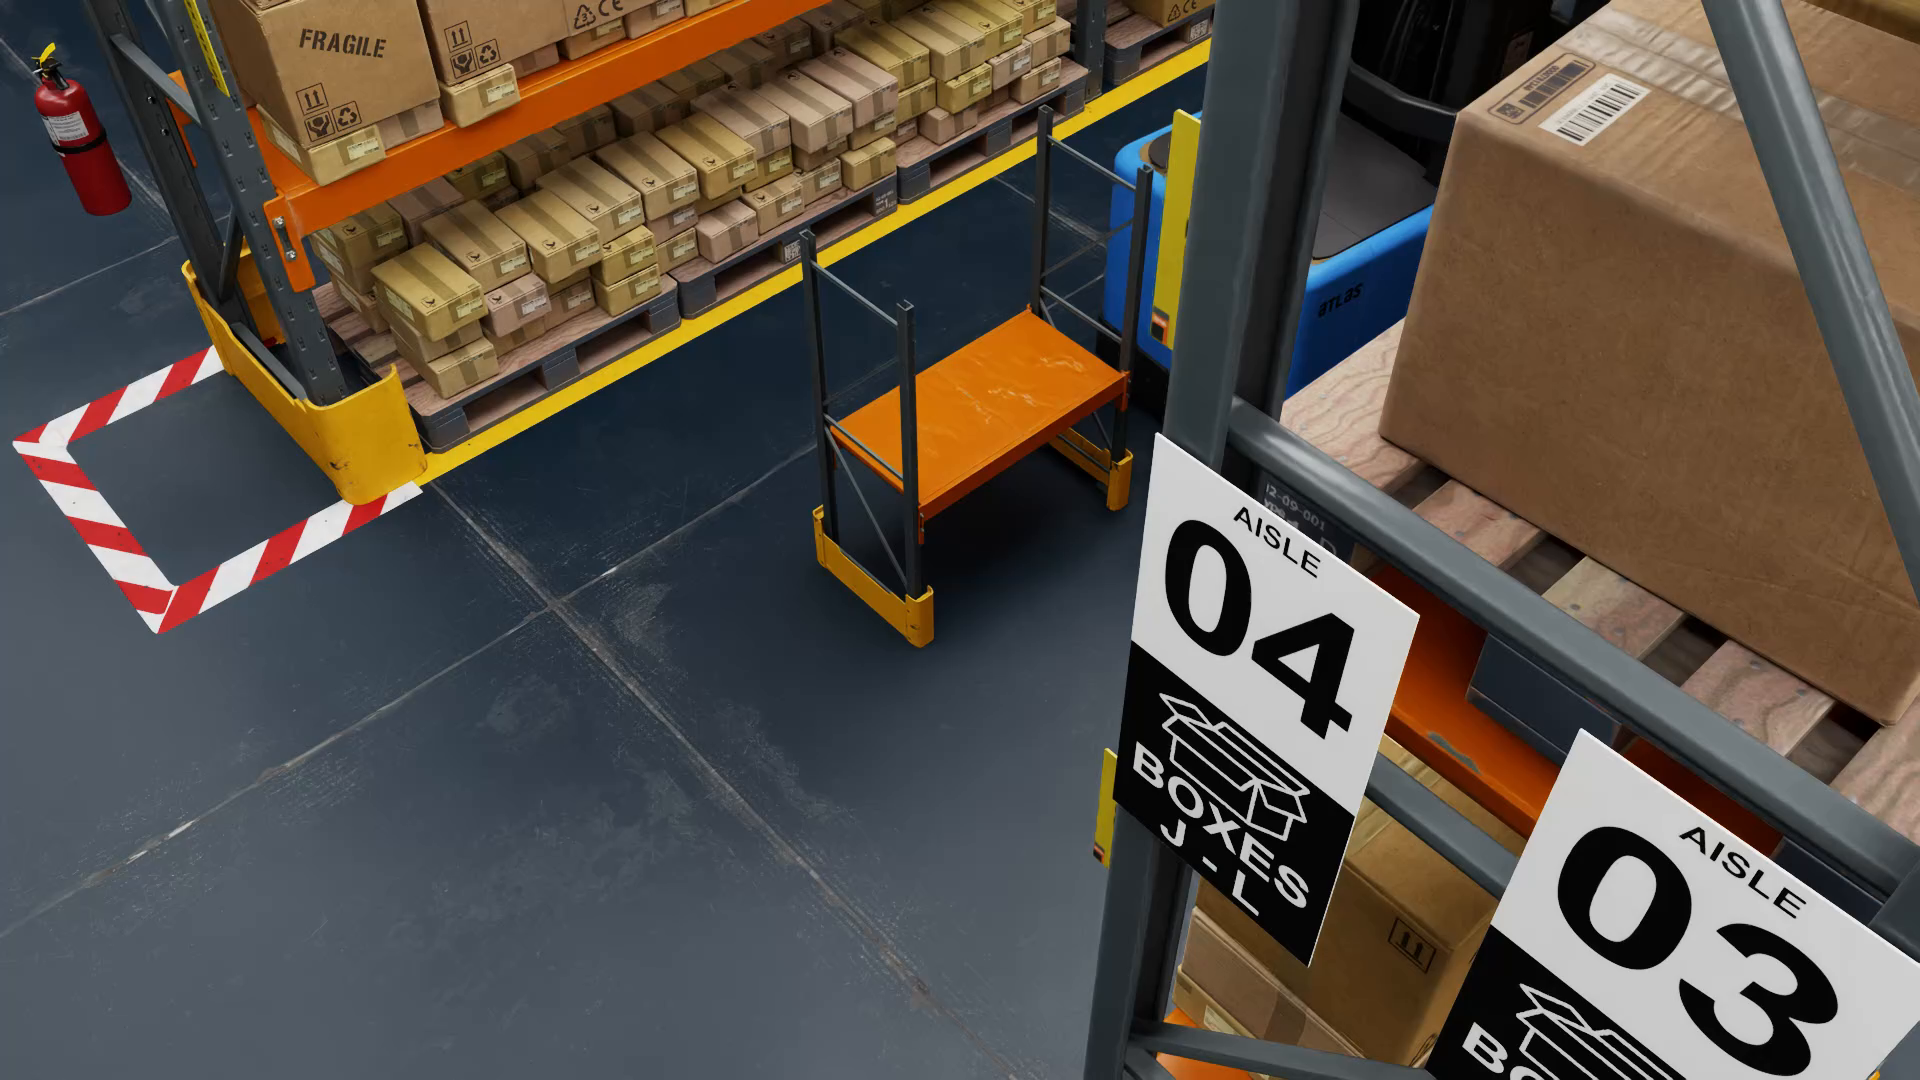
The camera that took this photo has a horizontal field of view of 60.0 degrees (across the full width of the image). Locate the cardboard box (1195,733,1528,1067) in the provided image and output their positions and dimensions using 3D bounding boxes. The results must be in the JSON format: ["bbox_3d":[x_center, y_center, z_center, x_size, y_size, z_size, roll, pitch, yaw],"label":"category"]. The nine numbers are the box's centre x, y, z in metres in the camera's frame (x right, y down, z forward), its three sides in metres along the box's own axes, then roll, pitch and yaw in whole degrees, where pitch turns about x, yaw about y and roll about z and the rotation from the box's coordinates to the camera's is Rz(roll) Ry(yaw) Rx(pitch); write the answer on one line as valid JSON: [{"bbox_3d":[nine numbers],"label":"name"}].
[{"bbox_3d":[0.811,0.565,3.077,0.500,0.500,0.500,-33,55,-27],"label":"cardboard box"}]

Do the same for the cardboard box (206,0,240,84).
[{"bbox_3d":[-2.476,-1.991,5.776,0.500,0.500,0.500,-33,55,-26],"label":"cardboard box"}]

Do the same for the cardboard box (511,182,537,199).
[{"bbox_3d":[-1.785,-1.522,7.065,0.250,0.149,0.380,-34,56,-28],"label":"cardboard box"}]

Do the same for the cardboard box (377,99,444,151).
[{"bbox_3d":[-2.014,-1.539,5.800,0.250,0.149,0.380,-32,55,-26],"label":"cardboard box"}]

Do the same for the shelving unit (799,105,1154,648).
[{"bbox_3d":[0.056,-0.546,5.734,1.083,1.500,0.587,-34,56,-27],"label":"shelving unit"}]

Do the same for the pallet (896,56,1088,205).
[{"bbox_3d":[-0.149,-2.175,8.113,1.213,0.211,1.003,-34,56,-27],"label":"pallet"}]

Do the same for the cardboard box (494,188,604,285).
[{"bbox_3d":[-1.623,-1.202,6.568,0.250,0.149,0.380,-34,56,-27],"label":"cardboard box"}]

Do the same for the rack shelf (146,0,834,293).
[{"bbox_3d":[-1.155,-2.239,6.764,4.000,0.370,1.077,-34,56,-27],"label":"rack shelf"}]

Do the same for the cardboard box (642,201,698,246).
[{"bbox_3d":[-1.317,-1.415,6.966,0.380,0.149,0.250,36,57,29],"label":"cardboard box"}]

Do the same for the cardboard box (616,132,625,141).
[{"bbox_3d":[-1.477,-1.824,7.344,0.250,0.149,0.380,-31,55,-25],"label":"cardboard box"}]

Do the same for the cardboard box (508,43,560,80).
[{"bbox_3d":[-1.680,-1.846,6.083,0.250,0.149,0.380,-31,55,-26],"label":"cardboard box"}]

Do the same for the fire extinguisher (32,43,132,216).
[{"bbox_3d":[-3.132,-1.468,5.870,0.183,0.674,0.296,-34,56,-27],"label":"fire extinguisher"}]

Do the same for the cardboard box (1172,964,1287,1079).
[{"bbox_3d":[0.669,0.983,3.473,0.250,0.149,0.380,-33,55,-27],"label":"cardboard box"}]

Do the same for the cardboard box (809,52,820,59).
[{"bbox_3d":[-0.644,-2.297,7.780,0.380,0.149,0.250,36,57,29],"label":"cardboard box"}]

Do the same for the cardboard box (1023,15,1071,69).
[{"bbox_3d":[0.305,-2.420,7.893,0.250,0.149,0.380,-33,55,-26],"label":"cardboard box"}]

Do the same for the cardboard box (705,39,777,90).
[{"bbox_3d":[-1.034,-2.133,7.427,0.250,0.149,0.380,-36,57,-28],"label":"cardboard box"}]

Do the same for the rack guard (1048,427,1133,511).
[{"bbox_3d":[0.425,-0.369,6.420,0.087,0.250,0.587,-34,56,-27],"label":"rack guard"}]

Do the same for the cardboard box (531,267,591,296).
[{"bbox_3d":[-1.712,-1.164,6.735,0.250,0.149,0.380,-33,55,-27],"label":"cardboard box"}]

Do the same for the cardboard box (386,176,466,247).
[{"bbox_3d":[-2.189,-1.364,6.717,0.250,0.149,0.380,-33,55,-26],"label":"cardboard box"}]

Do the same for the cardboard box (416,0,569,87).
[{"bbox_3d":[-1.738,-1.979,5.765,0.500,0.500,0.500,-34,56,-27],"label":"cardboard box"}]

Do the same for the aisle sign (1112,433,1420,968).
[{"bbox_3d":[0.372,0.244,2.215,0.004,0.787,0.394,-34,56,-27],"label":"aisle sign"}]

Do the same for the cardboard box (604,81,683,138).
[{"bbox_3d":[-1.418,-1.888,7.200,0.250,0.149,0.380,-36,57,-28],"label":"cardboard box"}]

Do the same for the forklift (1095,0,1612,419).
[{"bbox_3d":[2.039,-2.071,6.167,3.031,2.935,1.130,-29,54,-24],"label":"forklift"}]

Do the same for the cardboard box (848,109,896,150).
[{"bbox_3d":[-0.500,-1.930,7.441,0.250,0.149,0.380,-32,55,-26],"label":"cardboard box"}]

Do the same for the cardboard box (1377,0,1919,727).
[{"bbox_3d":[0.976,-0.261,1.987,0.700,0.500,0.500,36,57,28],"label":"cardboard box"}]

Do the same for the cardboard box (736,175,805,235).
[{"bbox_3d":[-0.896,-1.527,7.272,0.250,0.149,0.380,-34,56,-27],"label":"cardboard box"}]

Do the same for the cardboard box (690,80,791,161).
[{"bbox_3d":[-0.937,-1.784,7.104,0.250,0.149,0.380,-34,56,-27],"label":"cardboard box"}]

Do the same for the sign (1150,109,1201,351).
[{"bbox_3d":[0.272,-0.340,1.933,0.005,0.325,0.100,-34,56,-27],"label":"sign"}]

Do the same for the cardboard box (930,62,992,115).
[{"bbox_3d":[-0.073,-2.137,7.633,0.250,0.149,0.380,-36,57,-28],"label":"cardboard box"}]

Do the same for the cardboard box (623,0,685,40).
[{"bbox_3d":[-1.261,-2.073,6.293,0.250,0.149,0.380,-35,56,-28],"label":"cardboard box"}]

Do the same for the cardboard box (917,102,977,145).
[{"bbox_3d":[-0.137,-2.020,7.726,0.250,0.149,0.380,-36,57,-28],"label":"cardboard box"}]

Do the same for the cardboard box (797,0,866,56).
[{"bbox_3d":[-0.645,-2.394,7.668,0.250,0.149,0.380,-35,56,-28],"label":"cardboard box"}]

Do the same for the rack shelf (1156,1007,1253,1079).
[{"bbox_3d":[2.107,0.508,4.230,4.000,0.370,1.077,-34,56,-27],"label":"rack shelf"}]

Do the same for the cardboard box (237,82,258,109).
[{"bbox_3d":[-2.584,-1.724,5.970,0.250,0.149,0.380,-34,56,-27],"label":"cardboard box"}]

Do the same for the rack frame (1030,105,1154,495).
[{"bbox_3d":[0.439,-0.802,5.970,0.032,1.500,0.500,-34,56,-27],"label":"rack frame"}]

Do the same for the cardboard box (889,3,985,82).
[{"bbox_3d":[-0.105,-2.257,7.541,0.250,0.149,0.380,-34,56,-27],"label":"cardboard box"}]

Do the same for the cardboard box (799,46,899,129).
[{"bbox_3d":[-0.488,-1.987,7.292,0.380,0.149,0.250,36,57,29],"label":"cardboard box"}]

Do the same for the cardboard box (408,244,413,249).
[{"bbox_3d":[-2.207,-1.287,6.848,0.250,0.149,0.380,-35,56,-28],"label":"cardboard box"}]

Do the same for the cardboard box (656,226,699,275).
[{"bbox_3d":[-1.327,-1.300,7.062,0.250,0.149,0.380,-34,56,-27],"label":"cardboard box"}]

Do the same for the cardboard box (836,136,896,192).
[{"bbox_3d":[-0.502,-1.756,7.484,0.250,0.149,0.380,-34,56,-27],"label":"cardboard box"}]

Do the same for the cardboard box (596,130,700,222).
[{"bbox_3d":[-1.284,-1.502,6.844,0.250,0.149,0.380,-32,55,-26],"label":"cardboard box"}]

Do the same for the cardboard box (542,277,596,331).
[{"bbox_3d":[-1.714,-1.055,6.837,0.250,0.149,0.380,-33,55,-27],"label":"cardboard box"}]

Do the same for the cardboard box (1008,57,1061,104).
[{"bbox_3d":[0.264,-2.268,7.956,0.250,0.149,0.380,-33,55,-27],"label":"cardboard box"}]

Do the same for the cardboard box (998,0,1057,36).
[{"bbox_3d":[0.236,-2.532,7.794,0.250,0.149,0.380,-32,55,-26],"label":"cardboard box"}]

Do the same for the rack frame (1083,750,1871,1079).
[{"bbox_3d":[0.627,1.253,3.053,0.127,3.000,1.000,-34,56,-27],"label":"rack frame"}]

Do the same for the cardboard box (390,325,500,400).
[{"bbox_3d":[-2.032,-0.755,6.559,0.250,0.149,0.380,-33,55,-26],"label":"cardboard box"}]

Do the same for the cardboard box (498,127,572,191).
[{"bbox_3d":[-1.849,-1.655,6.985,0.250,0.149,0.380,-36,57,-28],"label":"cardboard box"}]

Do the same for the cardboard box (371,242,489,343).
[{"bbox_3d":[-2.019,-0.946,6.331,0.250,0.149,0.380,-36,57,-29],"label":"cardboard box"}]

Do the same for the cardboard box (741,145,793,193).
[{"bbox_3d":[-0.938,-1.699,7.229,0.250,0.149,0.380,-31,55,-26],"label":"cardboard box"}]

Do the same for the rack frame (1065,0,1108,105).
[{"bbox_3d":[0.325,-3.472,7.412,0.127,3.000,1.000,-34,56,-27],"label":"rack frame"}]

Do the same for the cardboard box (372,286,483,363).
[{"bbox_3d":[-2.075,-0.890,6.482,0.250,0.149,0.380,-32,55,-26],"label":"cardboard box"}]

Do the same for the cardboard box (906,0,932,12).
[{"bbox_3d":[-0.313,-2.688,7.938,0.250,0.149,0.380,-31,55,-26],"label":"cardboard box"}]

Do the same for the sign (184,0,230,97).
[{"bbox_3d":[-2.270,-1.493,4.997,0.005,0.325,0.100,-34,56,-27],"label":"sign"}]

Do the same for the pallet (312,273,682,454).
[{"bbox_3d":[-1.954,-0.968,7.000,1.213,0.211,1.003,-34,56,-27],"label":"pallet"}]
